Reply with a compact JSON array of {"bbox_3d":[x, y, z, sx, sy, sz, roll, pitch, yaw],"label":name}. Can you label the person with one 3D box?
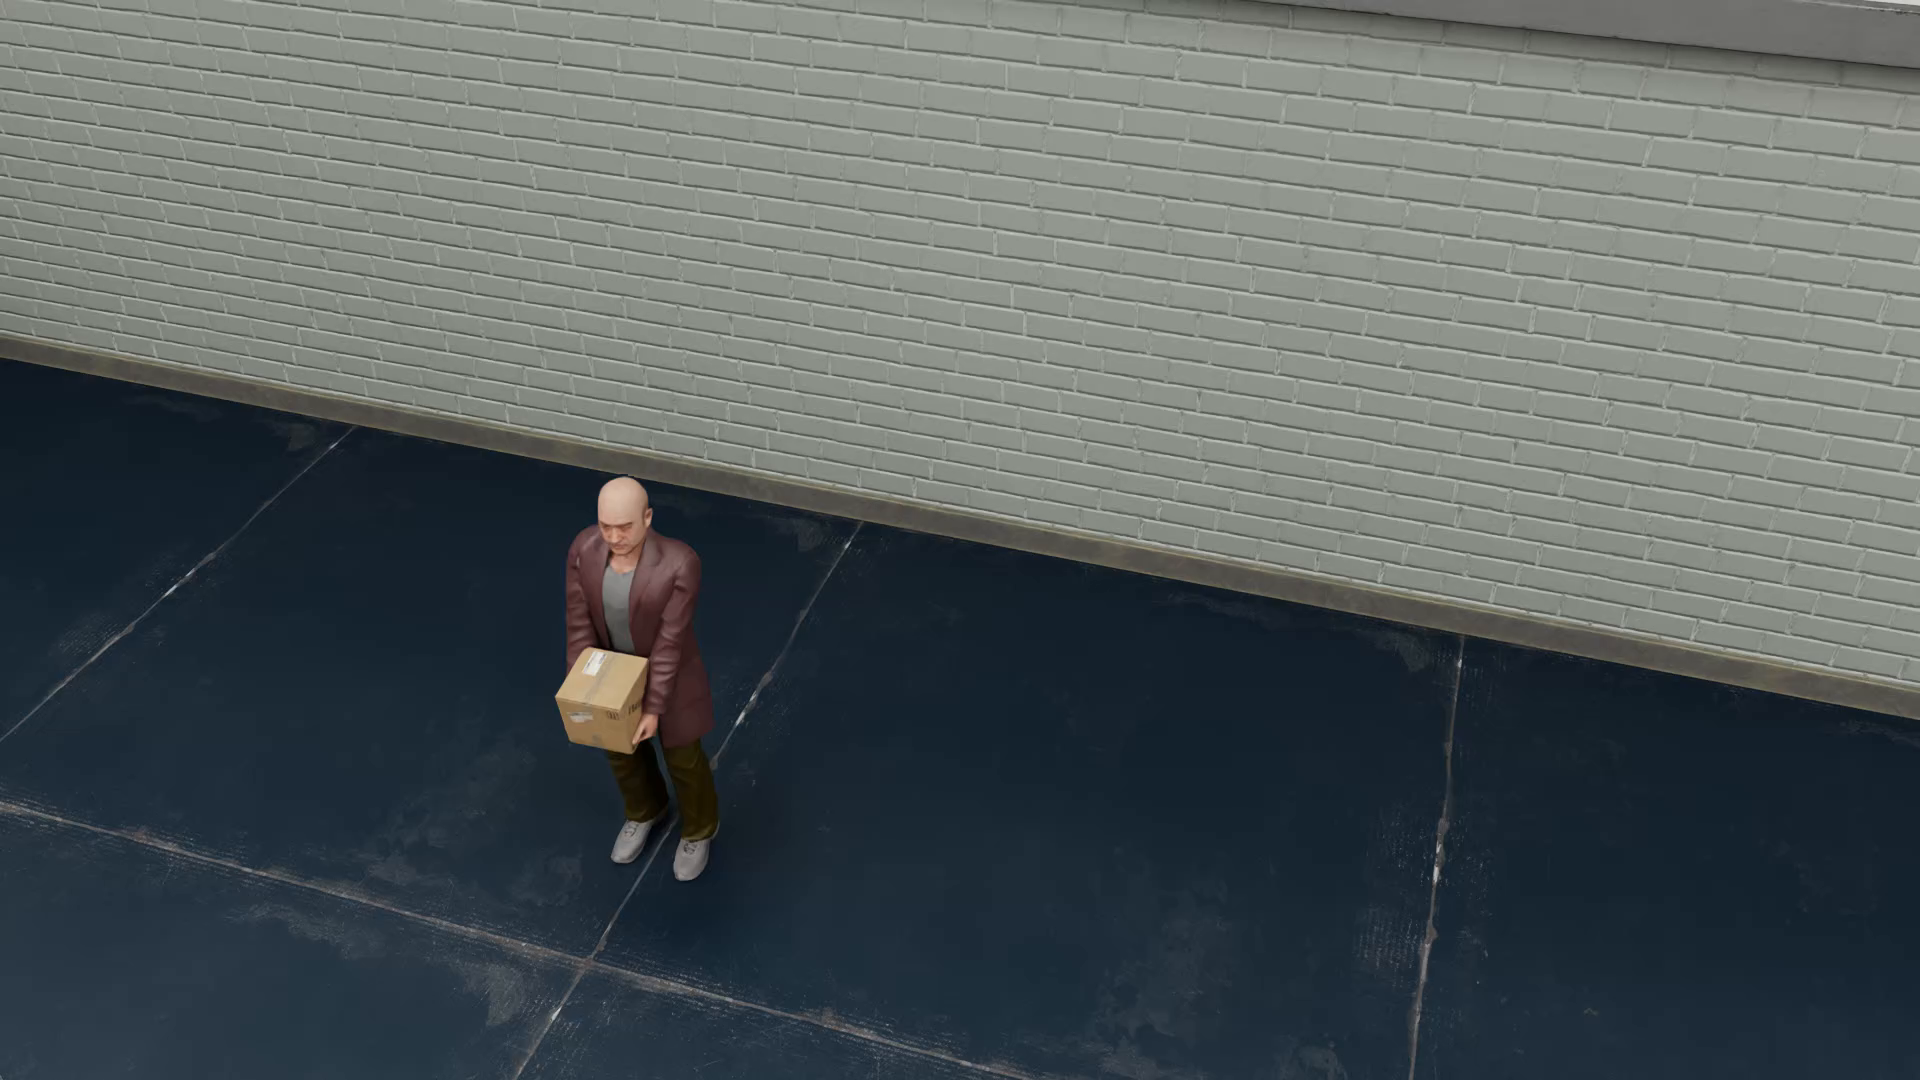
[{"bbox_3d":[-1.199,0.558,6.157,0.527,1.779,0.569,10,38,13],"label":"person"}]
